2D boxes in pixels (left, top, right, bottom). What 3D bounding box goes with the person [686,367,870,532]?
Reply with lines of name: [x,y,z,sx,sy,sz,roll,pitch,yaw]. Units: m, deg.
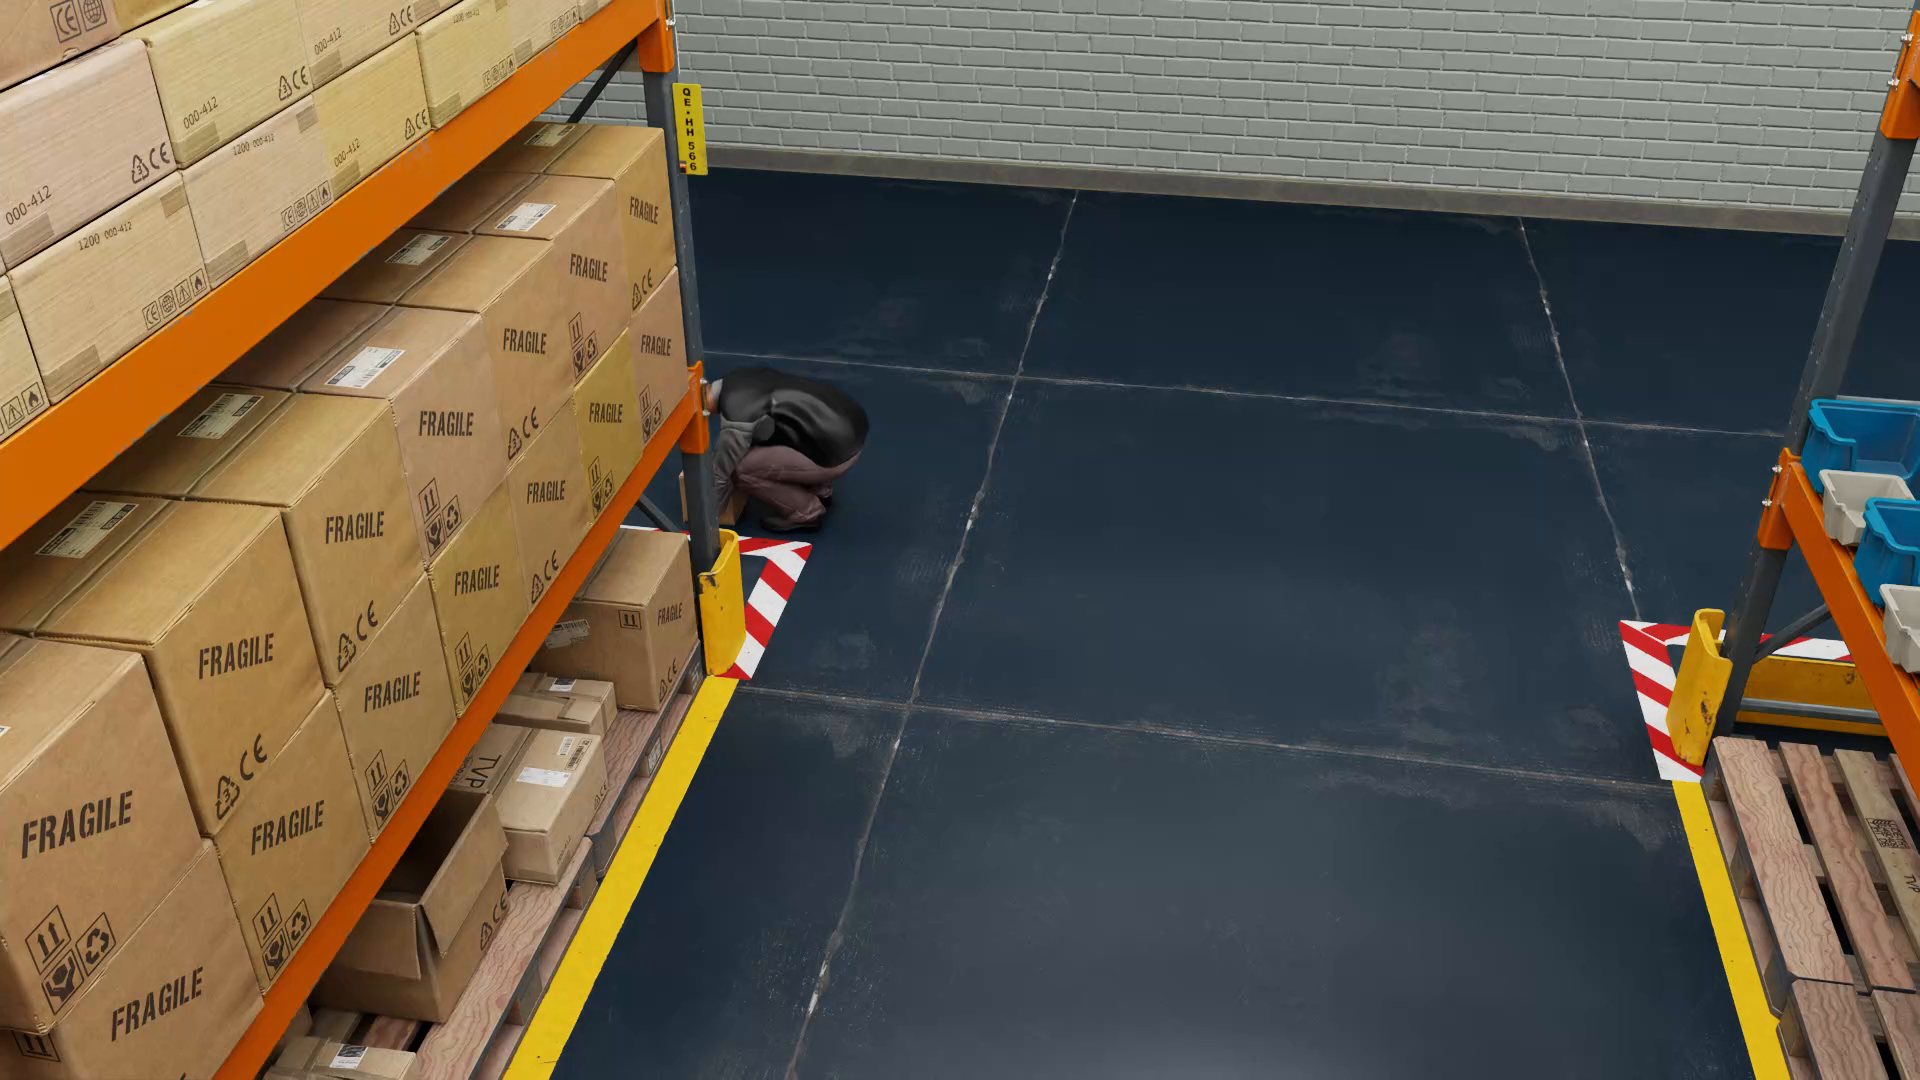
person: [-0.885,-0.406,7.796,0.905,0.839,0.515,4,32,6]
